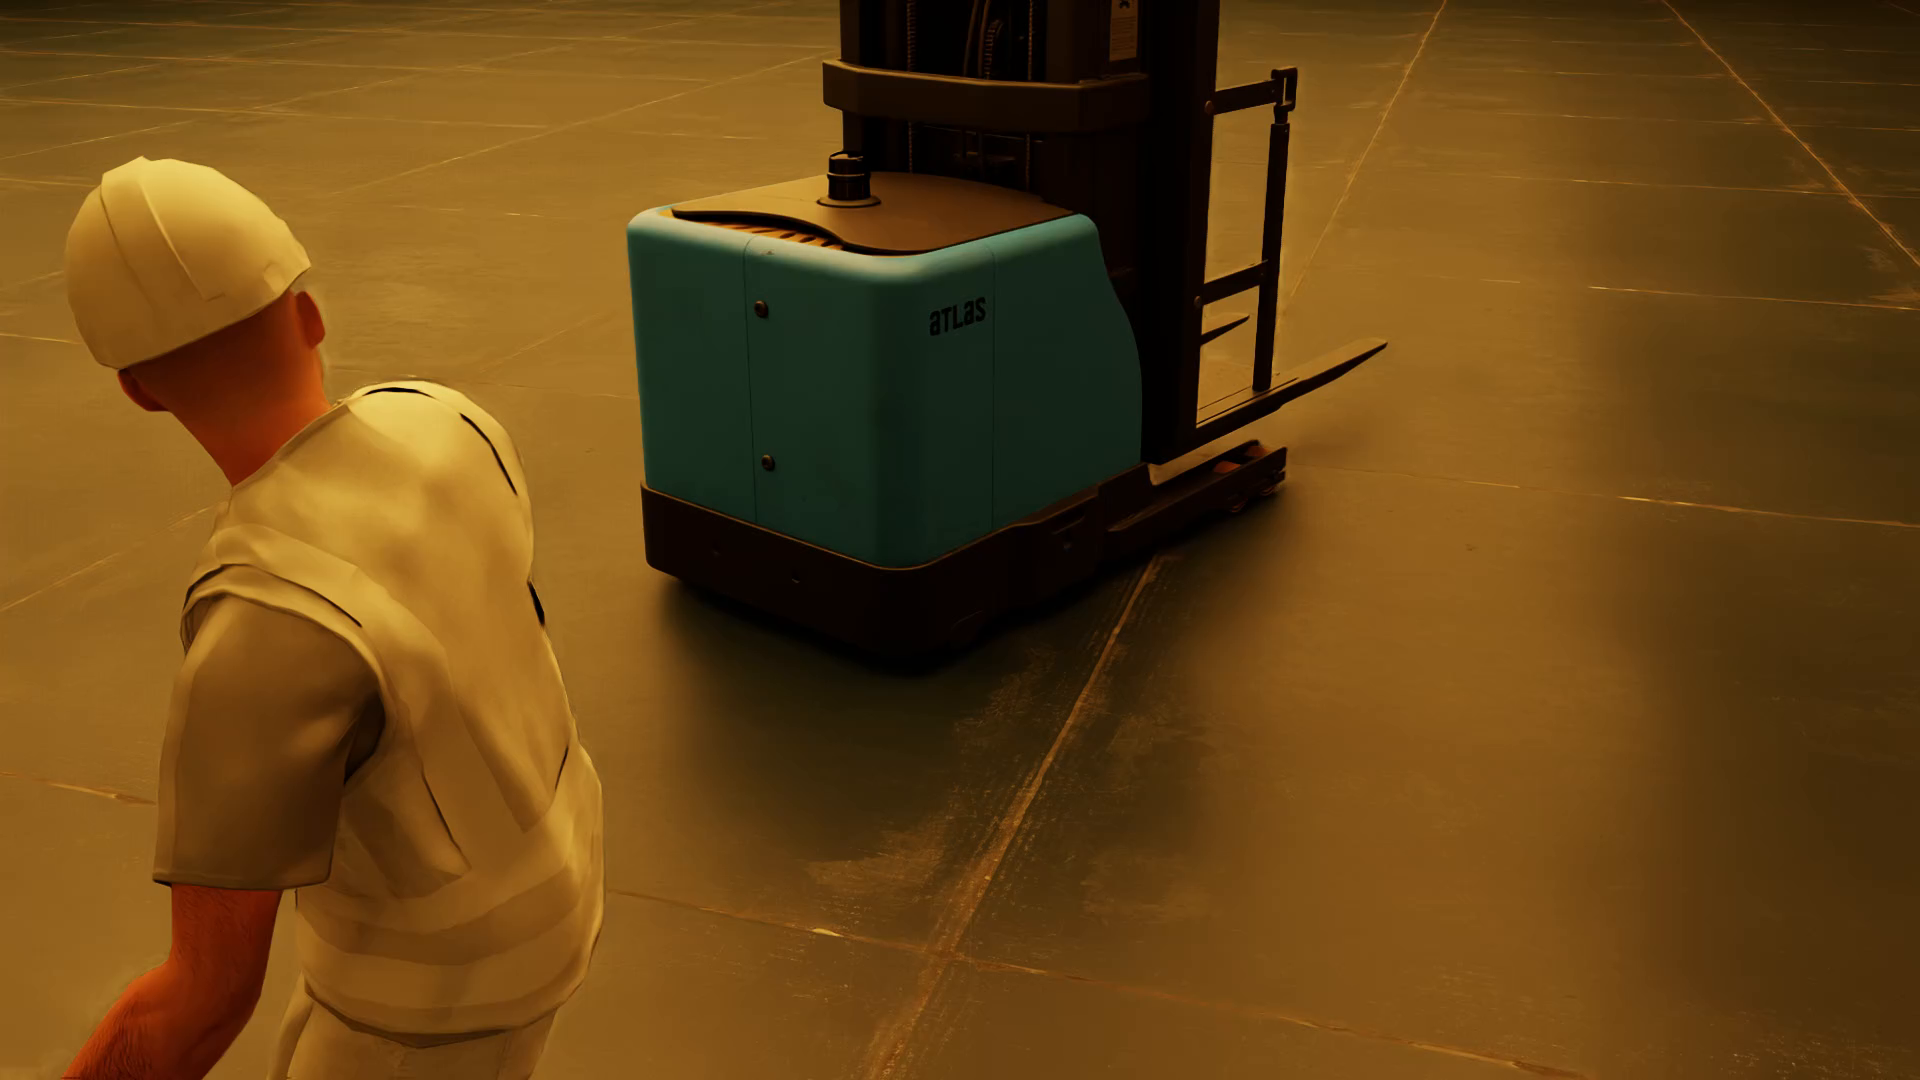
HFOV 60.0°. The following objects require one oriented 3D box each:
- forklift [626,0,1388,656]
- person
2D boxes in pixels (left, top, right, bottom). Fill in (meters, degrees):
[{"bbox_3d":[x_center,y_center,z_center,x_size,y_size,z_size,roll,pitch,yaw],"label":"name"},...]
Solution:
[{"bbox_3d":[0.421,-1.549,5.031,1.130,2.935,3.031,18,28,36],"label":"forklift"},{"bbox_3d":[-0.679,0.461,1.791,0.576,1.727,0.776,-2,22,-4],"label":"person"}]
